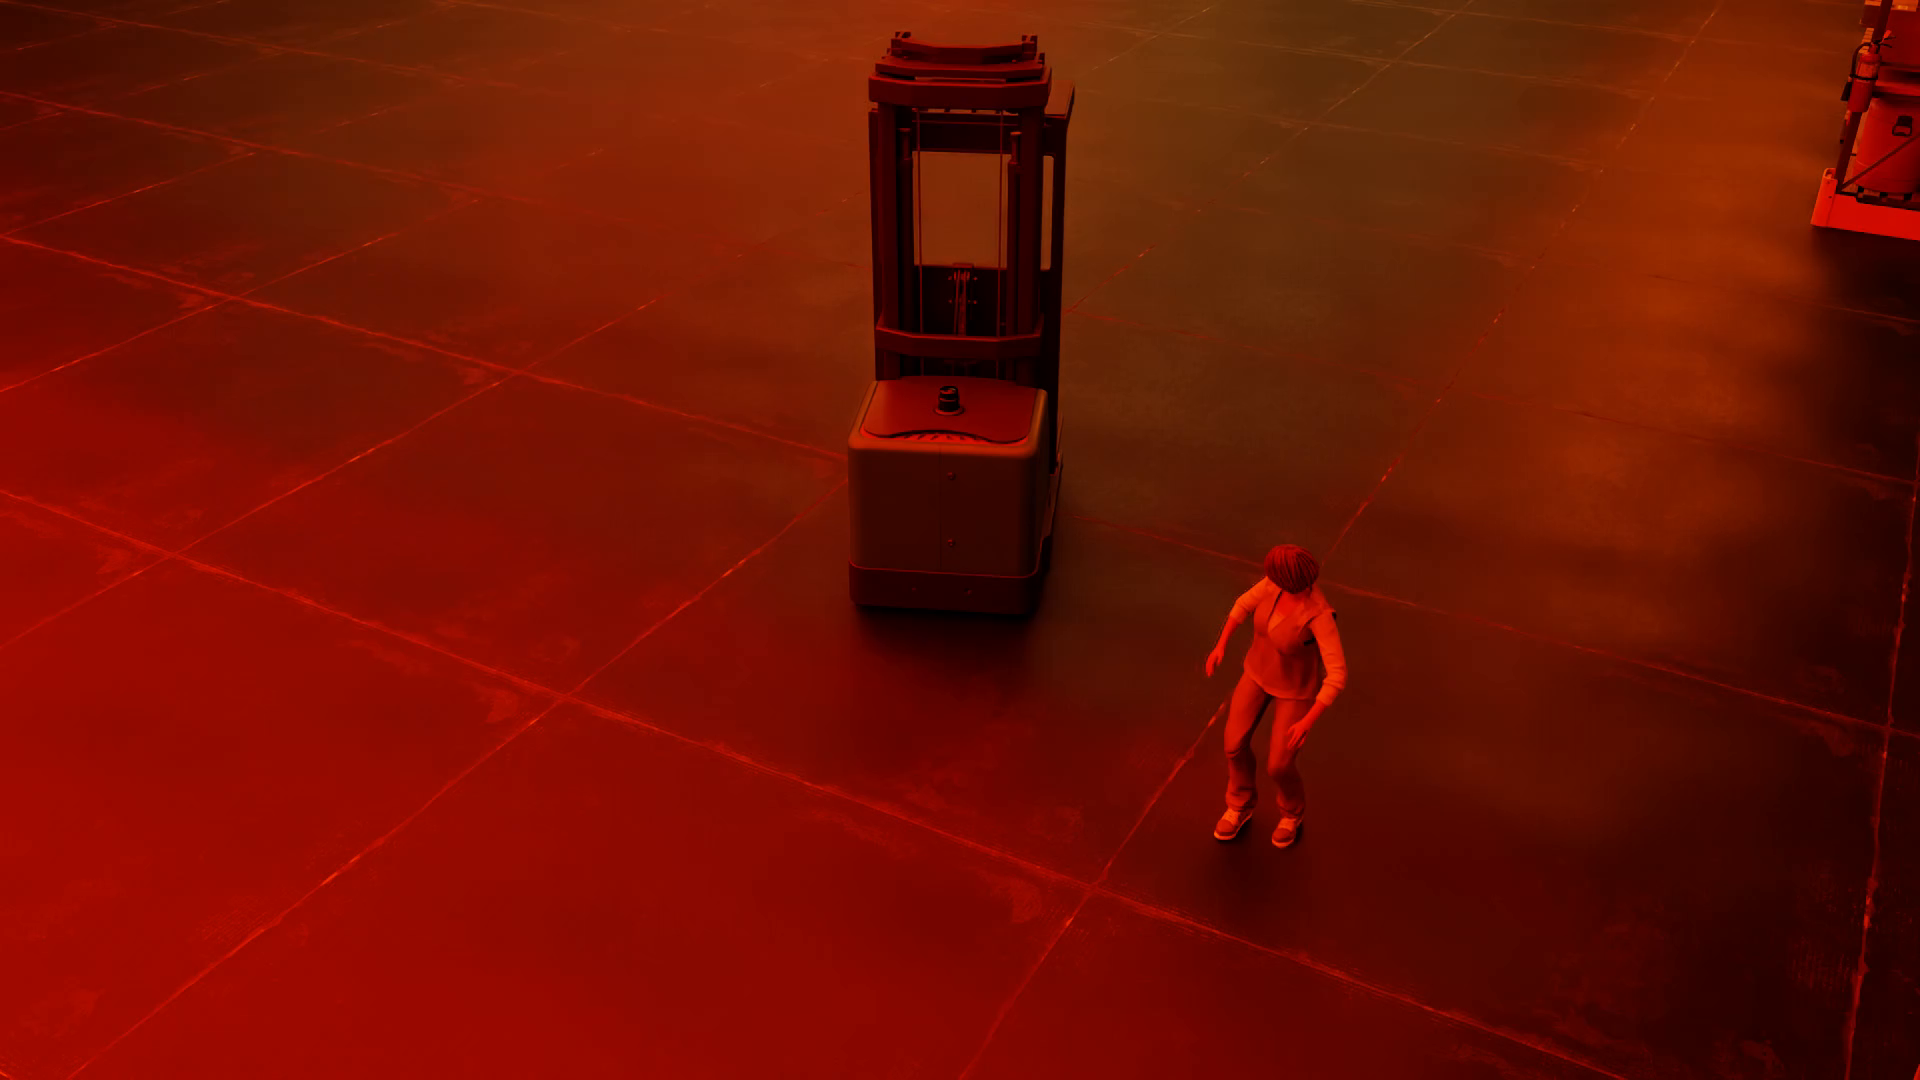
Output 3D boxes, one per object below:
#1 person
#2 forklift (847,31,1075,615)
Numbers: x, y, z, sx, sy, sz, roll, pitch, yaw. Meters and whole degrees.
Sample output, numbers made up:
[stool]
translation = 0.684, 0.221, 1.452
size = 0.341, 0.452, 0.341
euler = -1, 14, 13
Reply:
[person]
translation = 1.394, 0.684, 7.308
size = 0.484, 1.545, 0.656
euler = -24, 38, -36
[forklift]
translation = 0.072, -1.572, 9.794
size = 1.130, 2.935, 3.031
euler = 3, 30, 6
